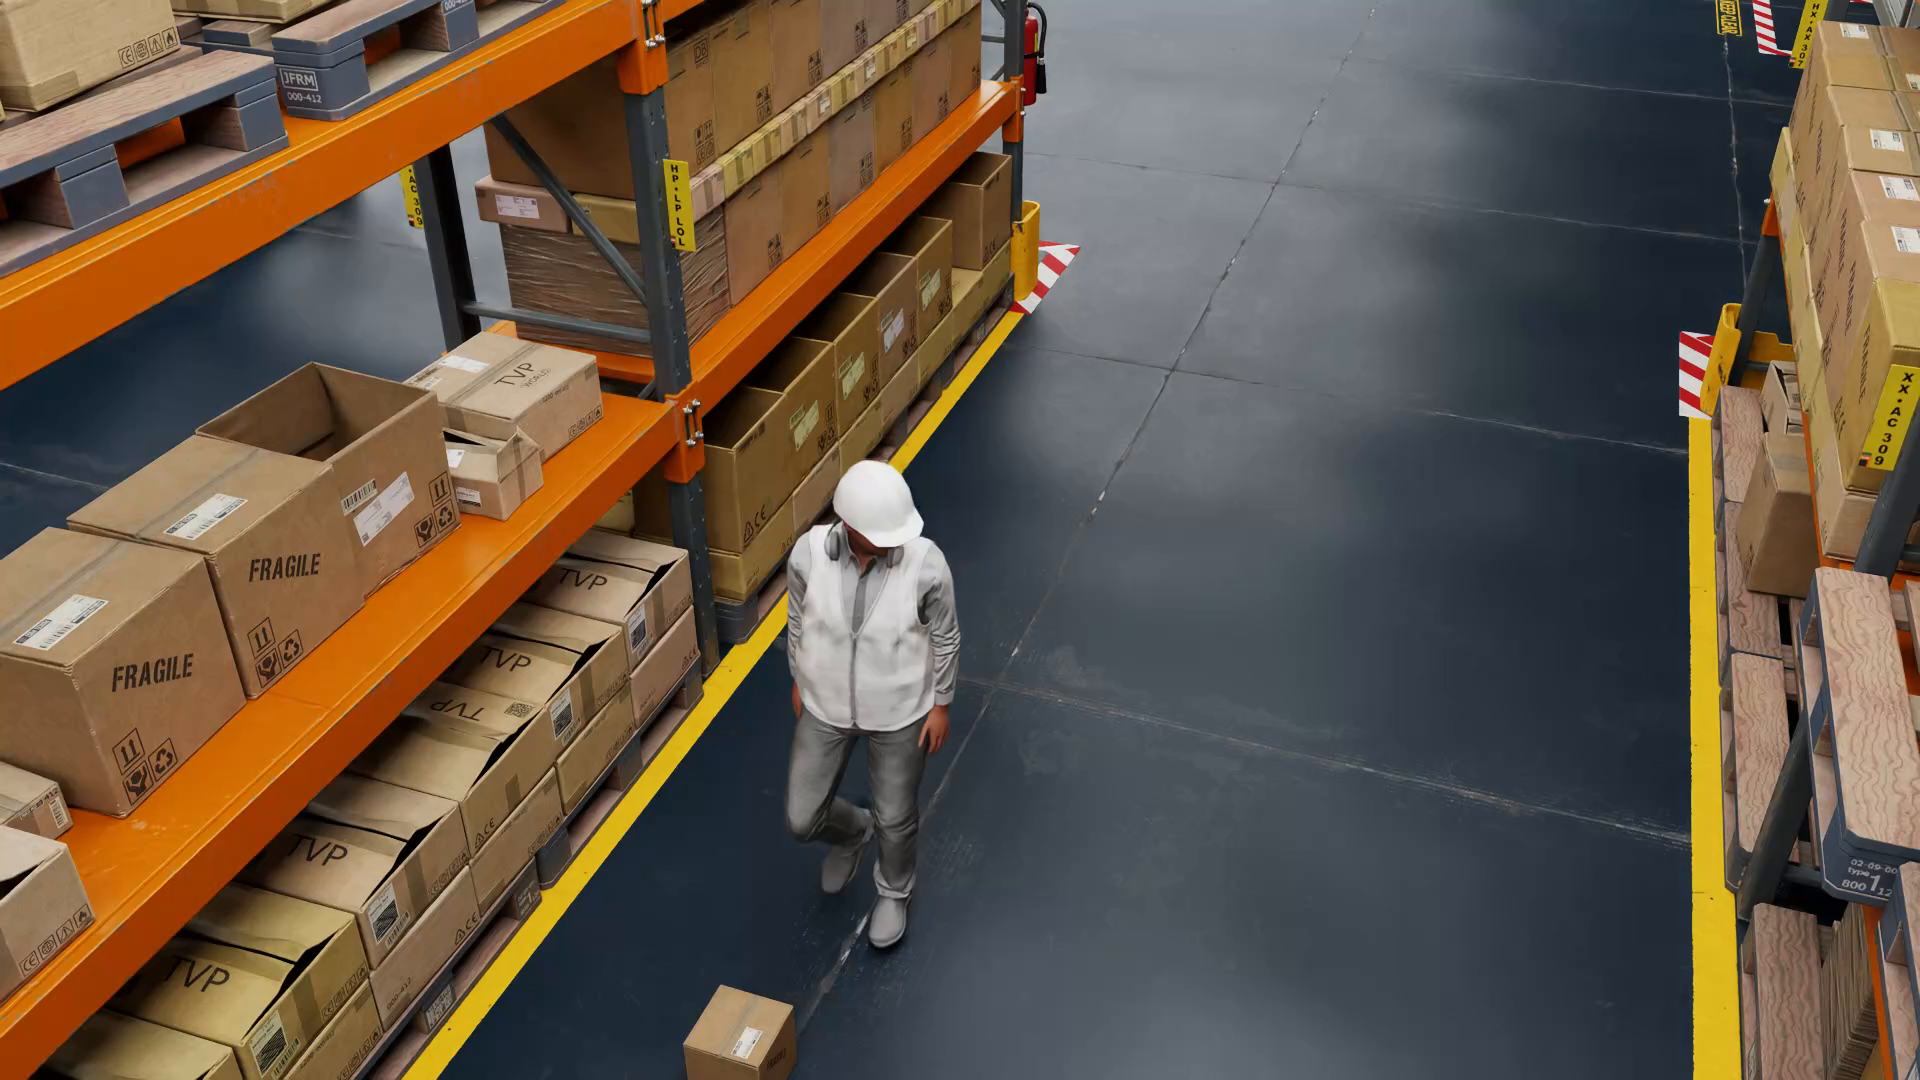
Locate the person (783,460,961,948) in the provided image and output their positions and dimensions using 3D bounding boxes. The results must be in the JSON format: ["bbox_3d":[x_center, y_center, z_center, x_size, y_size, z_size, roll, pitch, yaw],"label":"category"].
[{"bbox_3d":[-0.289,0.530,5.265,0.561,1.766,0.440,5,33,8],"label":"person"}]
